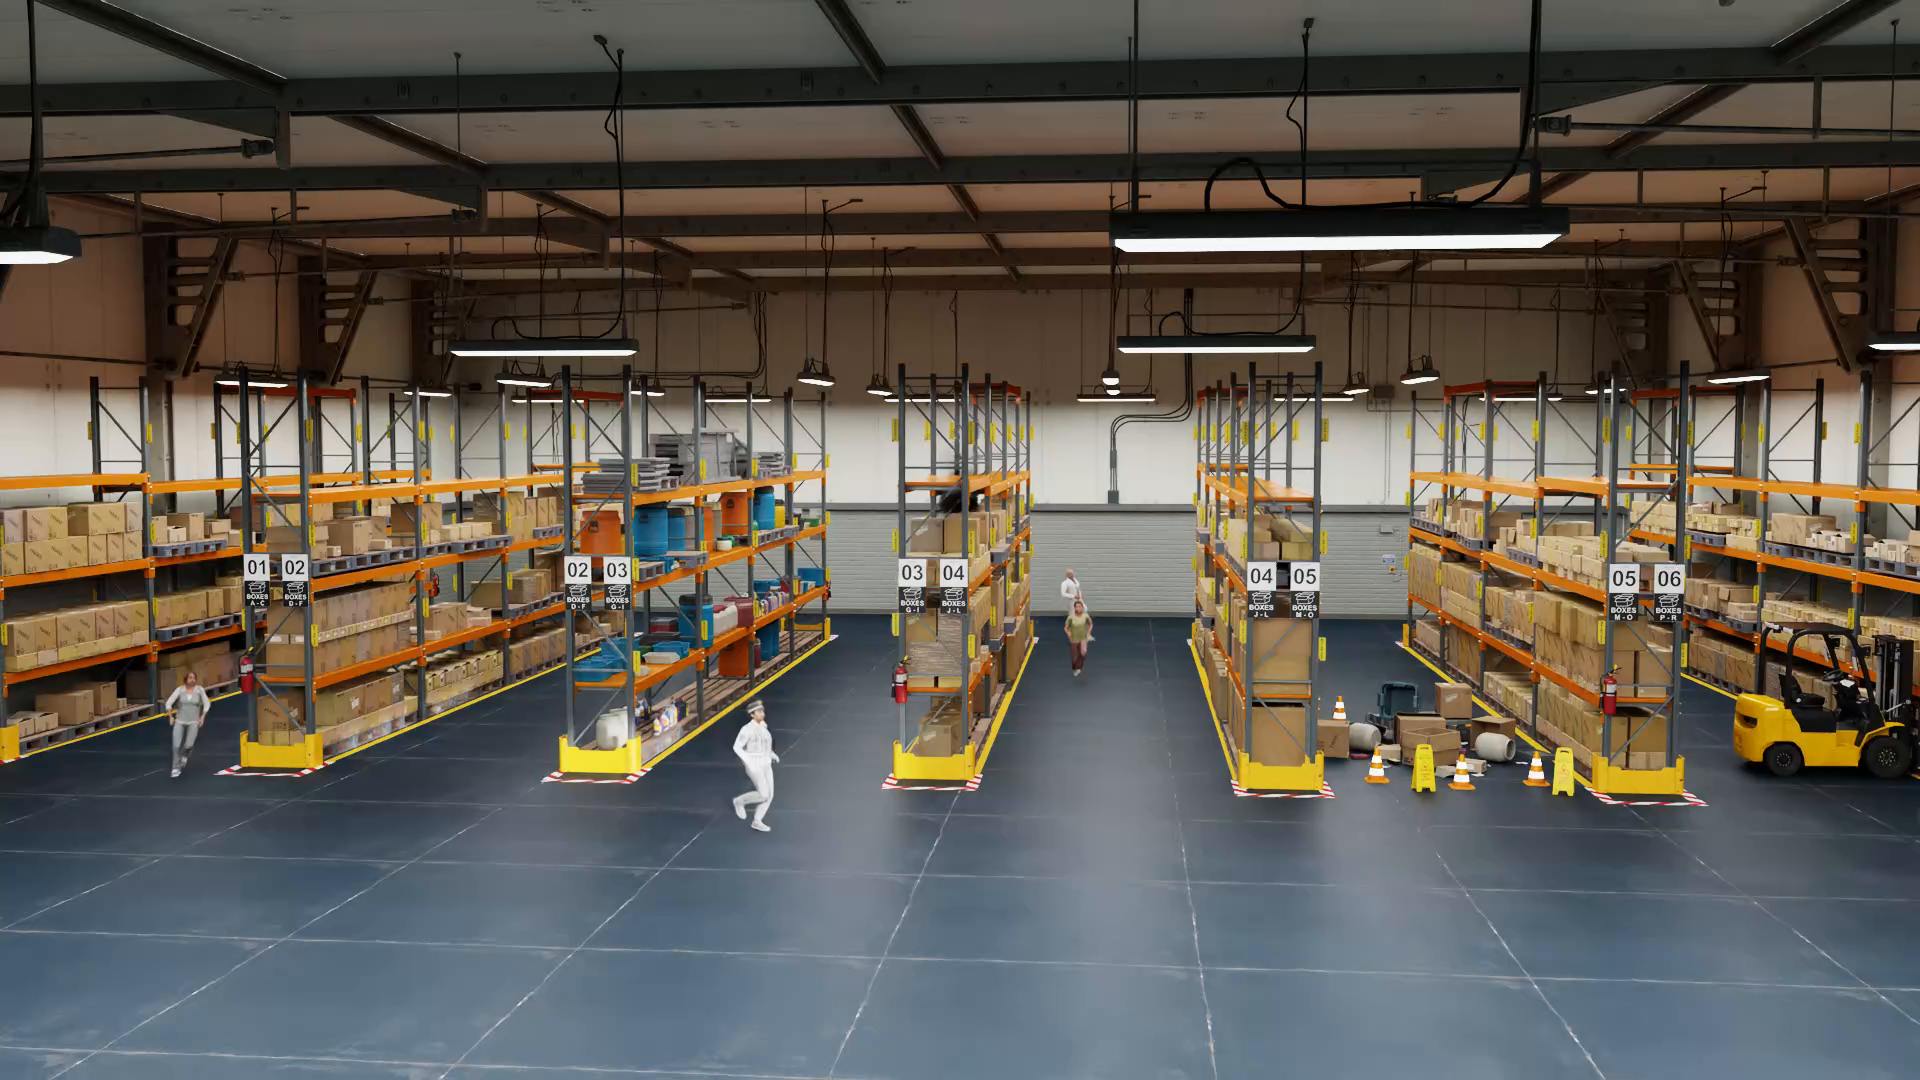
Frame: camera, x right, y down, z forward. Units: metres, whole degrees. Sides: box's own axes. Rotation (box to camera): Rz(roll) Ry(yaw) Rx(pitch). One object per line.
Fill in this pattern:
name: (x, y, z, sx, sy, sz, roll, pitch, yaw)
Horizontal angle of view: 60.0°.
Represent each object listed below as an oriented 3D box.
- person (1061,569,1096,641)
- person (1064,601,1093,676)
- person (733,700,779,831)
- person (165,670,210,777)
person: (2.764, 1.571, 40.094, 0.782, 1.760, 0.742, -3, 5, -41)
person: (2.358, 1.976, 32.991, 0.579, 1.537, 0.866, 0, 4, 2)
person: (-2.581, 2.838, 20.973, 0.554, 1.656, 0.577, 2, 4, 31)
person: (-11.295, 2.679, 24.325, 0.596, 1.544, 0.485, -1, 4, -22)
